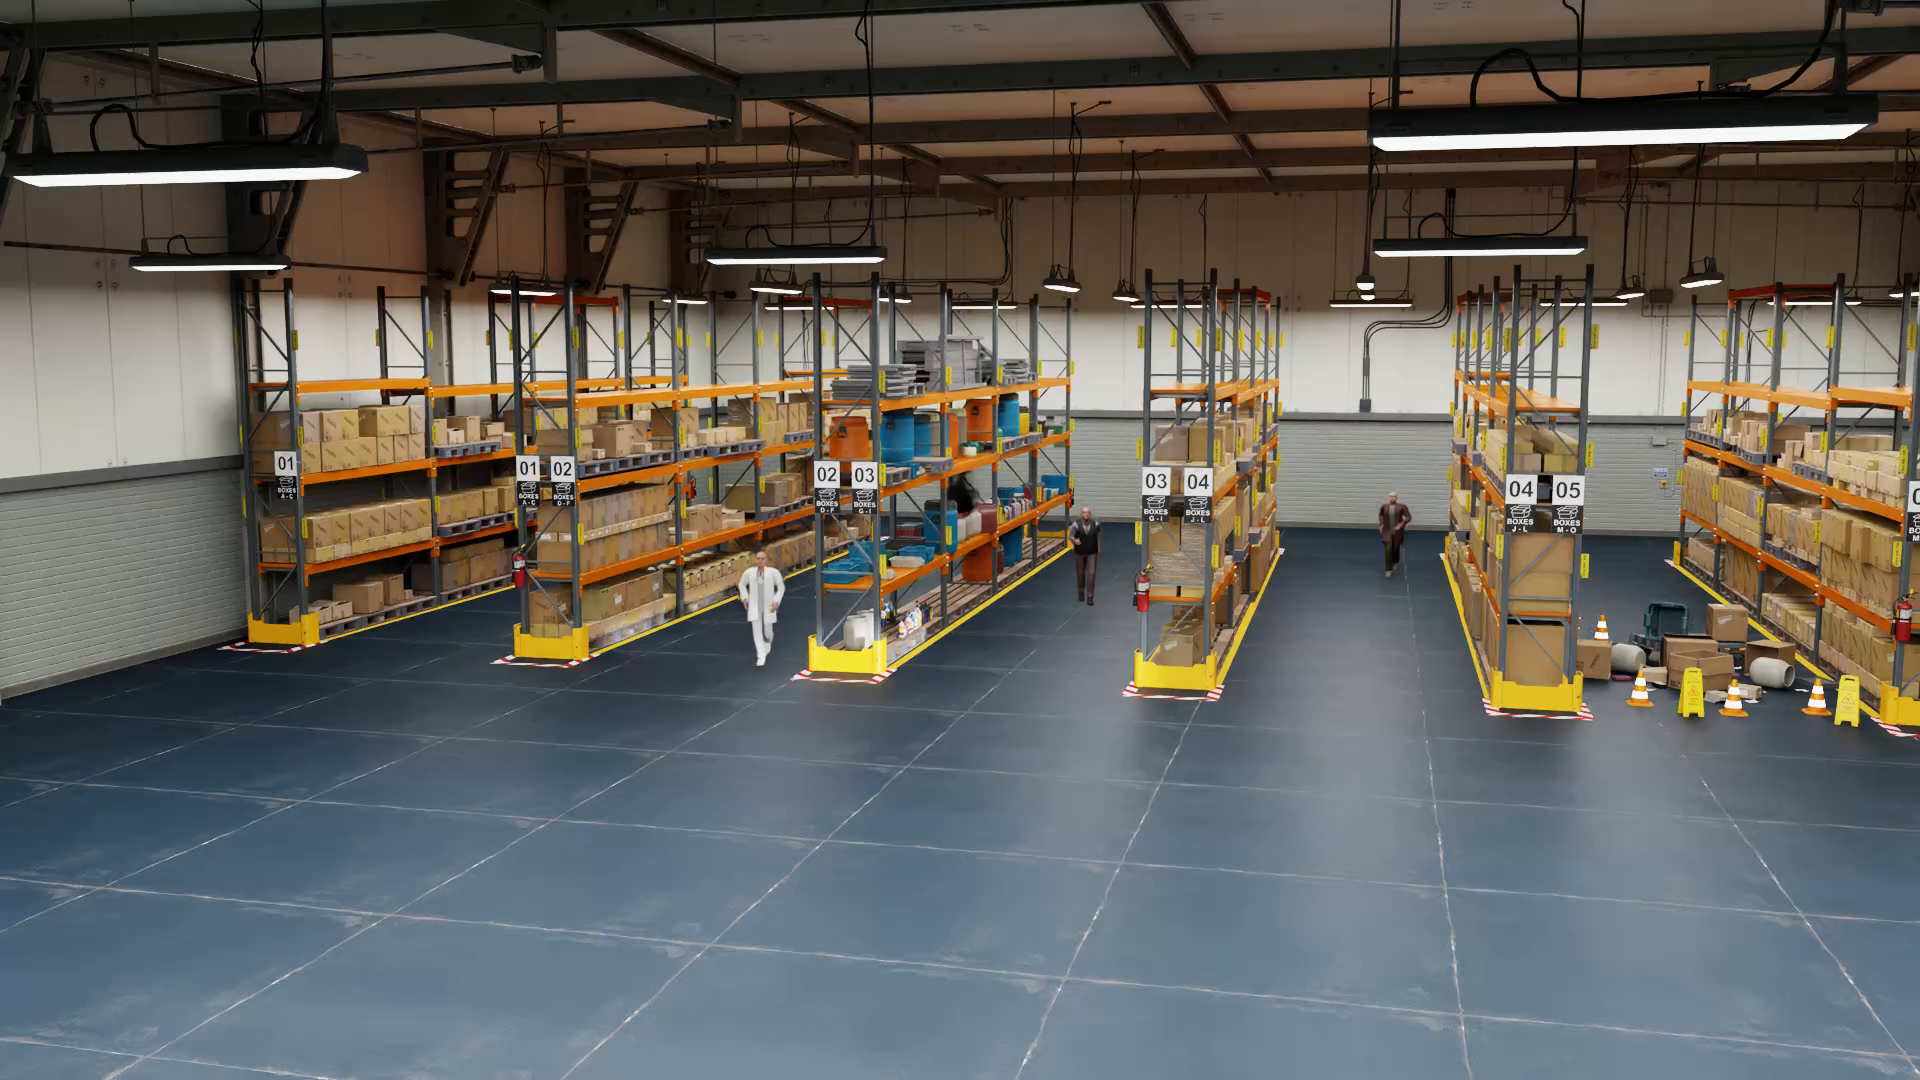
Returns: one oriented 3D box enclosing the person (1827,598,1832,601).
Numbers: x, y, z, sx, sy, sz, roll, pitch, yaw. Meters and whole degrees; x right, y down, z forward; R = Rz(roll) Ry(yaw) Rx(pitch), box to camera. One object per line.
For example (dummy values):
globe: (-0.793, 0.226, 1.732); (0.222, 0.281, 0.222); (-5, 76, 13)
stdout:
person: (16.539, 0.423, 31.389); (0.578, 1.622, 0.865); (1, 7, 12)

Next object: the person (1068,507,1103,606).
person: (2.254, 0.275, 29.872); (0.632, 1.759, 0.899); (0, 7, 3)

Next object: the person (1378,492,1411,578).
person: (9.265, -0.132, 35.488); (0.706, 1.811, 0.923); (3, 7, 21)

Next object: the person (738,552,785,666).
person: (-3.092, 1.041, 25.932); (0.729, 1.747, 0.773); (0, 7, -2)
